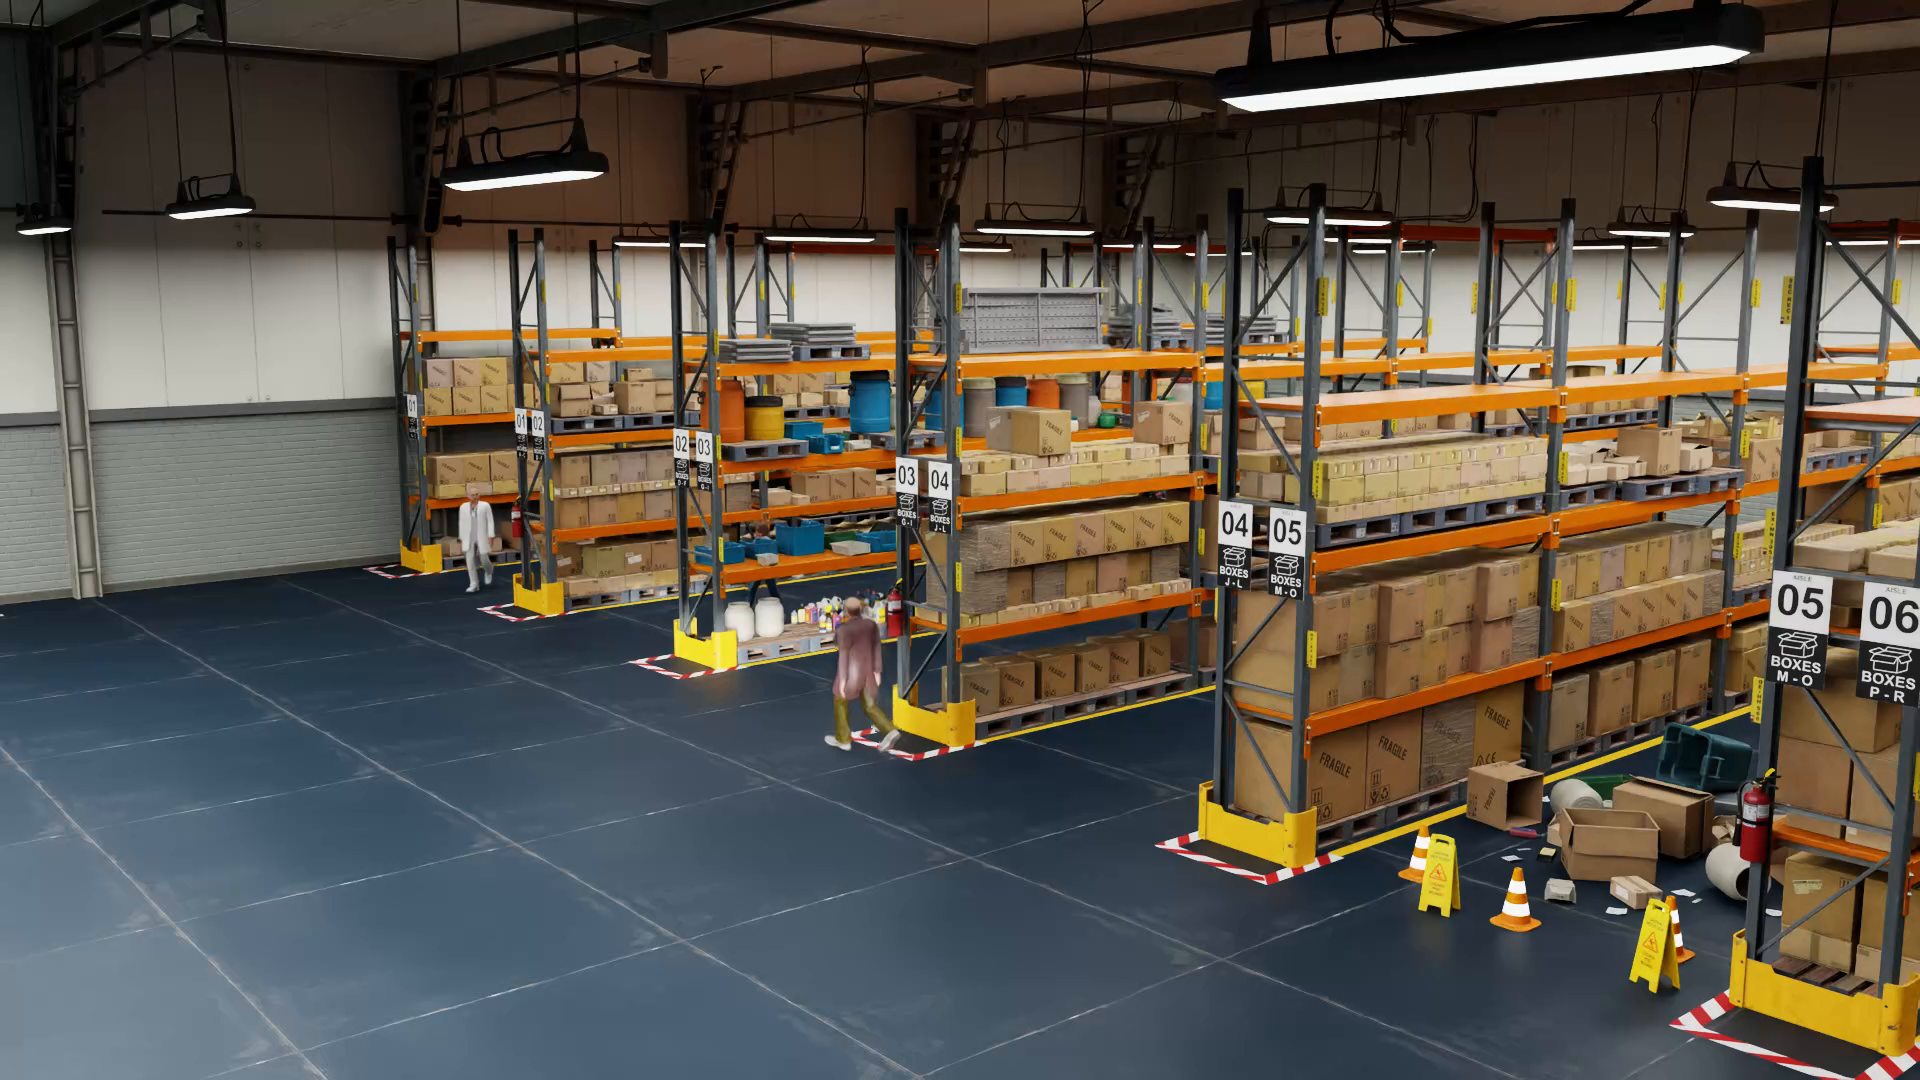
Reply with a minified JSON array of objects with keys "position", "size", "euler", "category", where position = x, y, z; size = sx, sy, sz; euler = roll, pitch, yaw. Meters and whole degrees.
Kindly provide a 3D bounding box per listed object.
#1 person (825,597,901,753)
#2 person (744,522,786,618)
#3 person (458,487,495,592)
[{"position":[-1.088,1.497,18.334],"size":[0.650,1.737,1.061],"euler":[-8,12,-43],"category":"person"},{"position":[-3.060,0.498,25.322],"size":[0.438,1.549,0.945],"euler":[8,12,41],"category":"person"},{"position":[-8.161,-0.032,28.117],"size":[0.594,1.754,0.869],"euler":[0,9,0],"category":"person"}]
